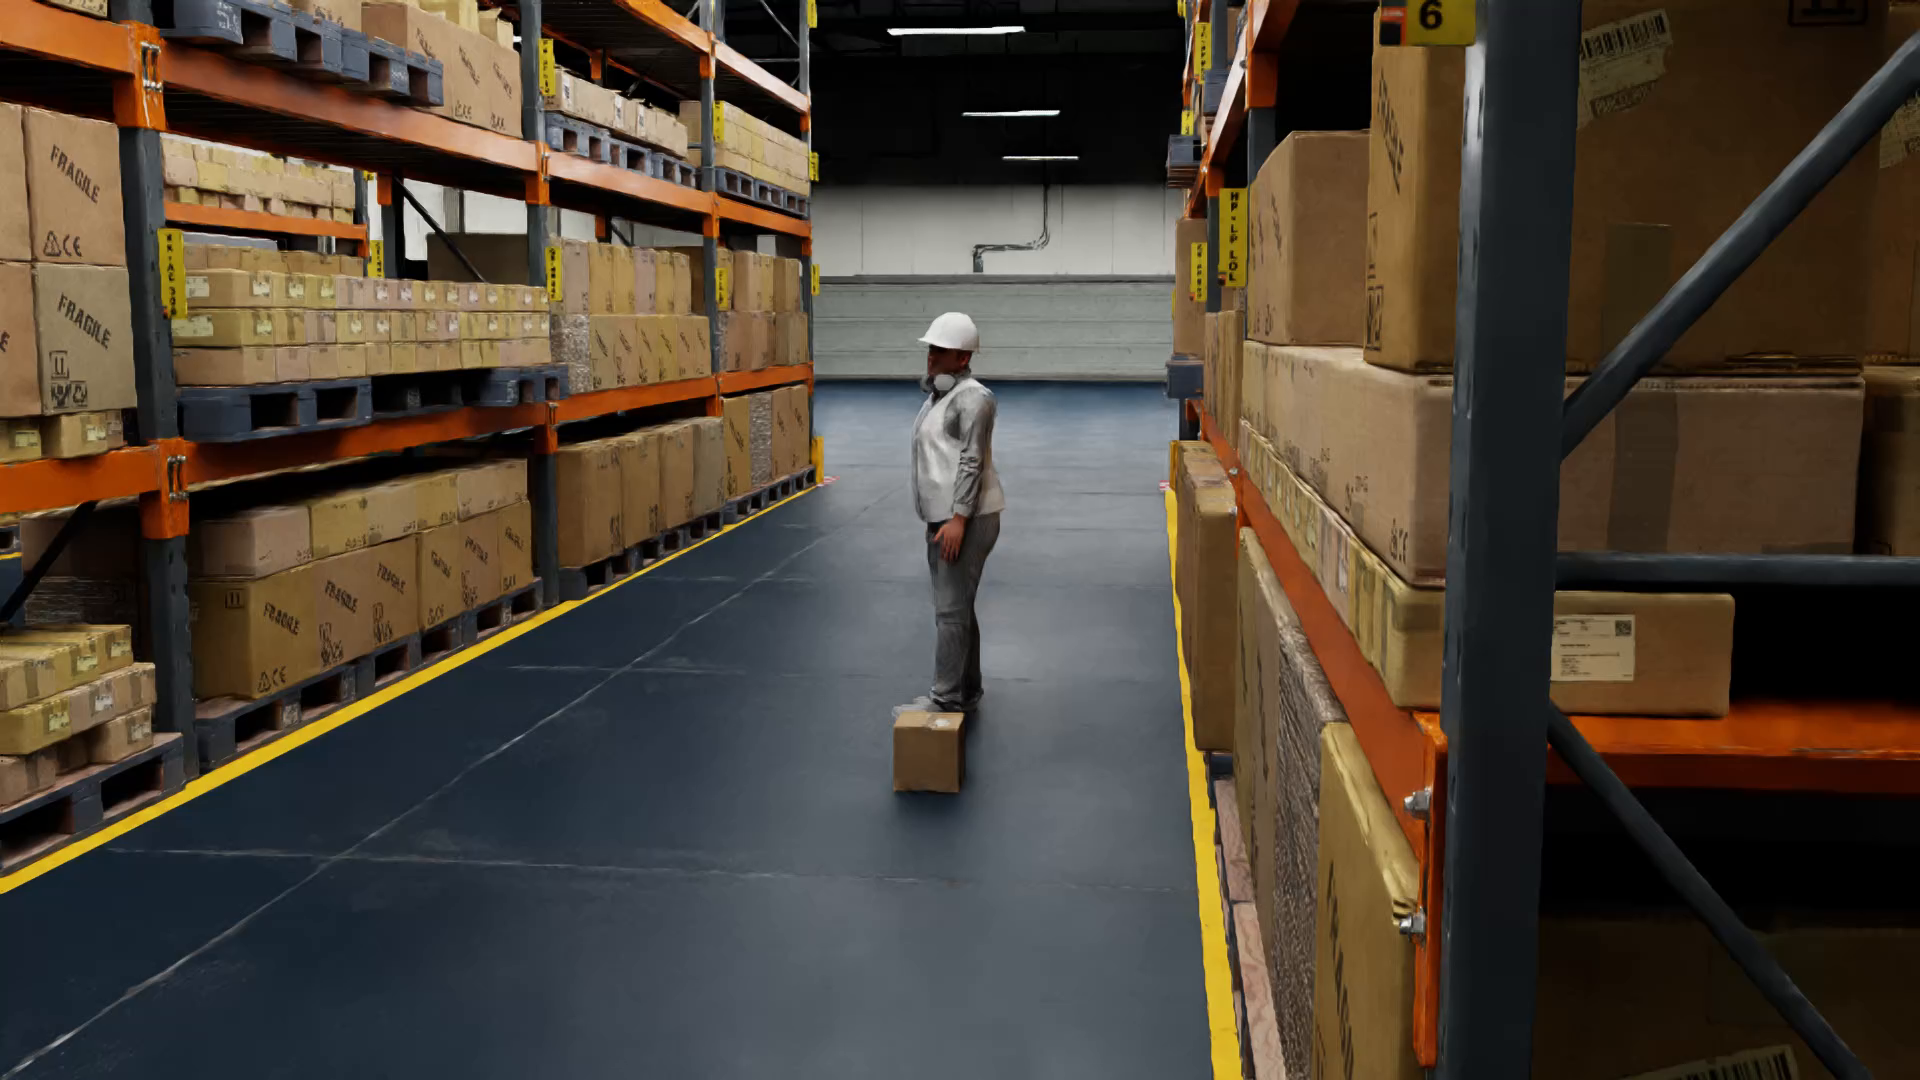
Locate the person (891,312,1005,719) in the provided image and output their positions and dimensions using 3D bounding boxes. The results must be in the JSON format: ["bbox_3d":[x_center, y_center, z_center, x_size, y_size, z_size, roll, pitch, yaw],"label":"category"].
[{"bbox_3d":[-0.099,-0.086,7.209,0.521,1.774,0.593,-3,8,-19],"label":"person"}]
